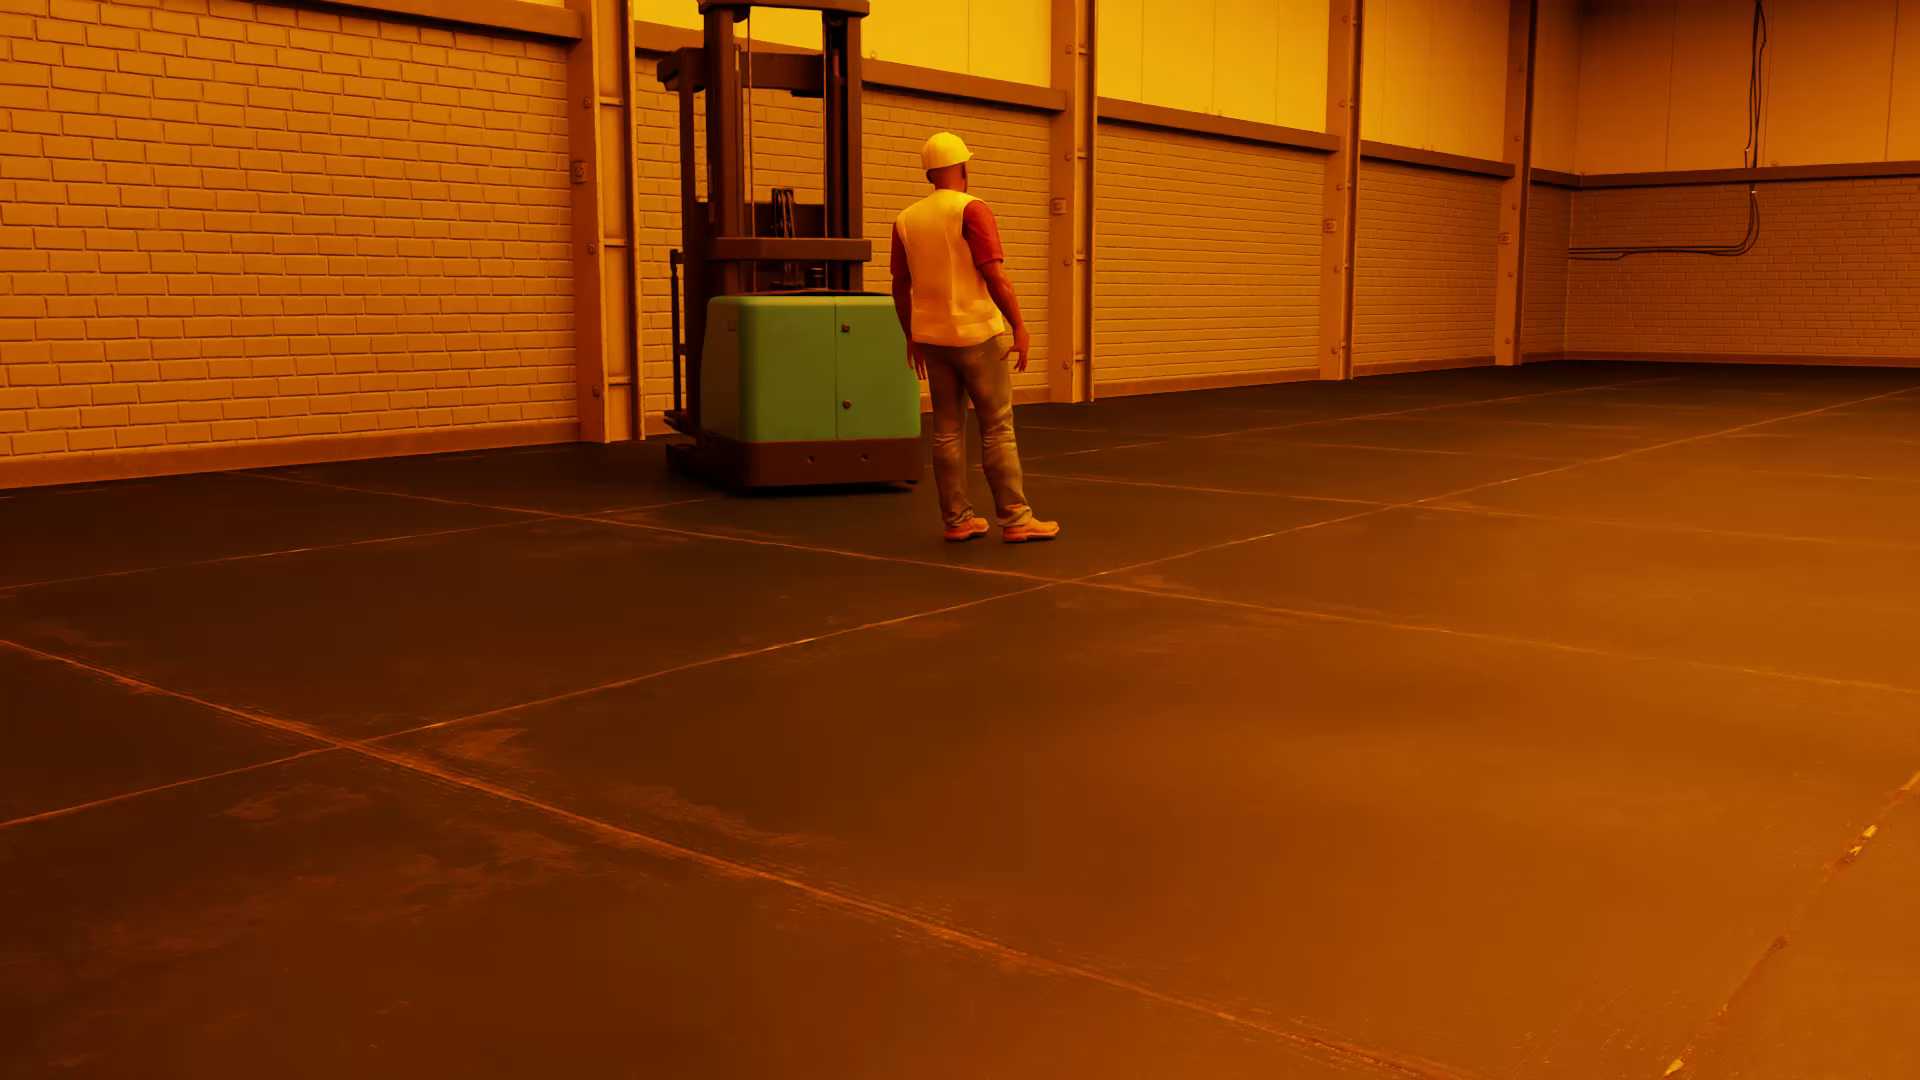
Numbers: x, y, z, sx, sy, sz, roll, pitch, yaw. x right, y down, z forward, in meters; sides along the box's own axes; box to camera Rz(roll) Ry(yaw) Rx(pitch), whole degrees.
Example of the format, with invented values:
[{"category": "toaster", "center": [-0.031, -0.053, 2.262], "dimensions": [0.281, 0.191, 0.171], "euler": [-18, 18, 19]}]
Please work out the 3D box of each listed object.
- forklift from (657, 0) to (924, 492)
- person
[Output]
[{"category": "forklift", "center": [-1.208, -1.887, 10.179], "dimensions": [1.130, 2.935, 3.031], "euler": [-3, 9, -21]}, {"category": "person", "center": [0.048, -0.888, 7.326], "dimensions": [0.666, 1.765, 0.577], "euler": [7, 11, 38]}]
